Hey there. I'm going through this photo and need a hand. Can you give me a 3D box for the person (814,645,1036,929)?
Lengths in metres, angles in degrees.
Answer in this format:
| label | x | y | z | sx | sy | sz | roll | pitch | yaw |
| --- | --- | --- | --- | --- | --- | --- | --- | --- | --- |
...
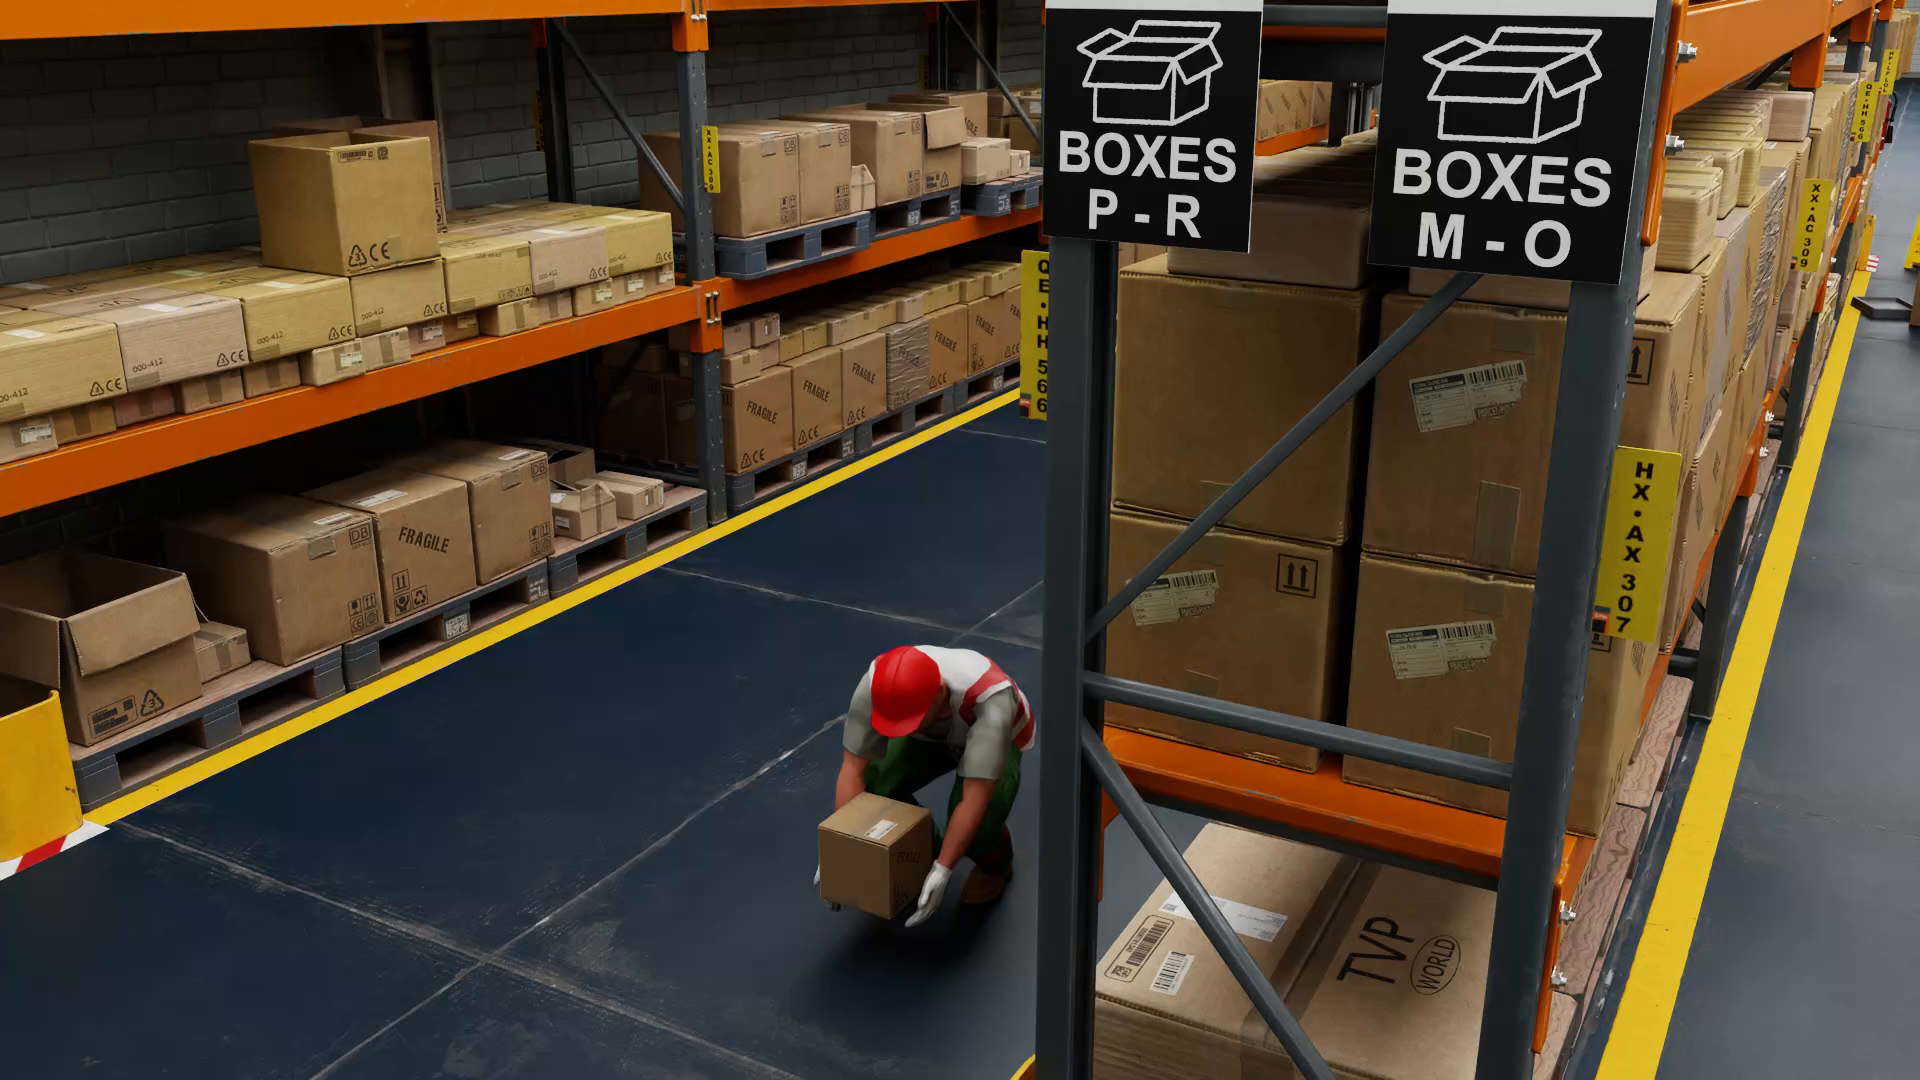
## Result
| label | x | y | z | sx | sy | sz | roll | pitch | yaw |
| --- | --- | --- | --- | --- | --- | --- | --- | --- | --- |
| person | -0.055 | 0.697 | 5.243 | 0.567 | 0.998 | 0.884 | 10 | 22 | 27 |
